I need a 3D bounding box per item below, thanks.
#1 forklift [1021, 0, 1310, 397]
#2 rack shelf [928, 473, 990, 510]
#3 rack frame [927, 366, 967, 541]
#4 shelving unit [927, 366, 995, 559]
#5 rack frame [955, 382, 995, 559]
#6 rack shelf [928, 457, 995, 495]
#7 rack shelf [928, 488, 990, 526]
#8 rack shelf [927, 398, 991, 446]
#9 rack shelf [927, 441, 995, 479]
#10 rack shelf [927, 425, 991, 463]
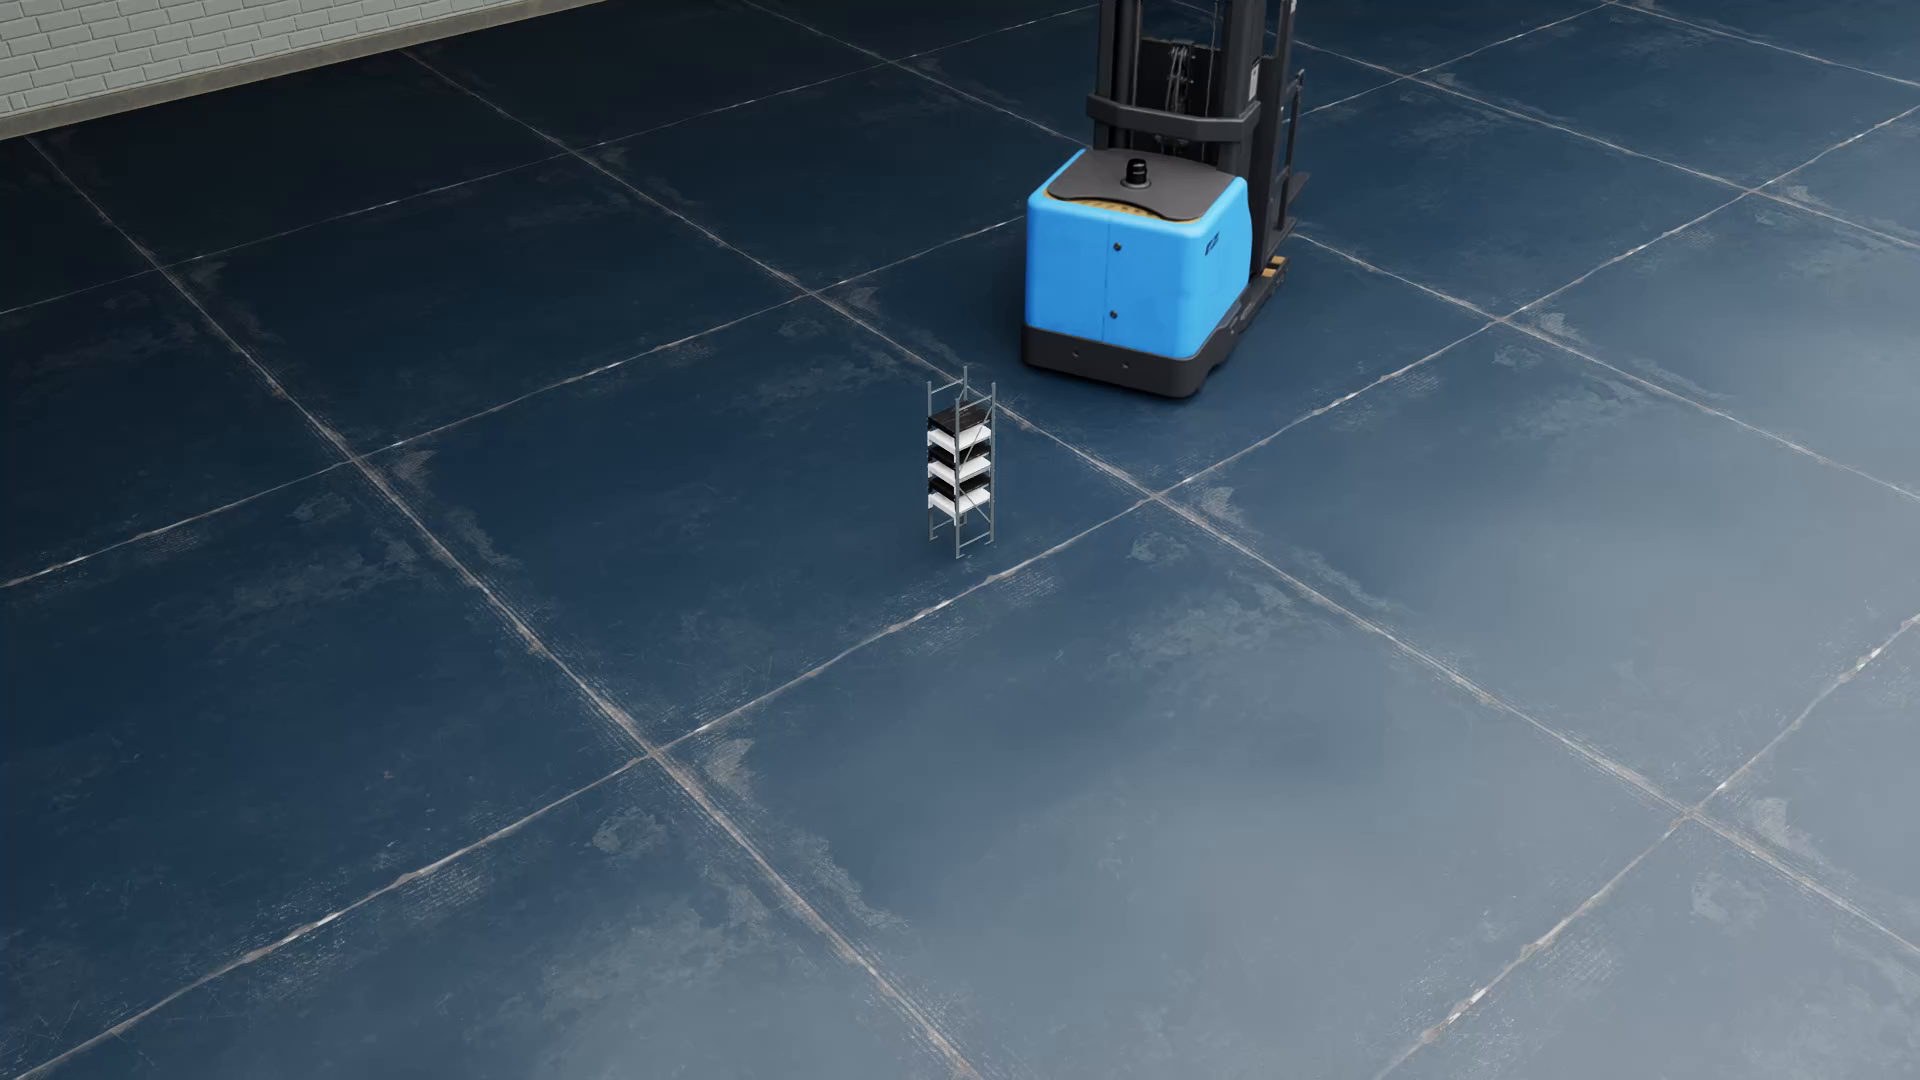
[{"bbox_3d":[1.443,-2.829,9.708,1.130,2.935,3.031,15,38,21],"label":"forklift"},{"bbox_3d":[0.005,-0.263,8.056,0.258,0.077,0.200,-26,43,-32],"label":"rack shelf"},{"bbox_3d":[-0.060,-0.409,8.048,0.240,0.900,0.006,-26,43,-32],"label":"rack frame"},{"bbox_3d":[0.005,-0.364,7.985,0.258,0.900,0.210,-26,43,-32],"label":"shelving unit"},{"bbox_3d":[0.071,-0.319,7.921,0.240,0.900,0.006,-26,43,-32],"label":"rack frame"},{"bbox_3d":[0.005,-0.336,8.004,0.258,0.077,0.200,-26,43,-32],"label":"rack shelf"},{"bbox_3d":[0.005,-0.190,8.108,0.258,0.077,0.200,-26,43,-32],"label":"rack shelf"},{"bbox_3d":[0.005,-0.557,7.848,0.258,0.077,0.200,-26,43,-32],"label":"rack shelf"},{"bbox_3d":[0.005,-0.410,7.952,0.258,0.077,0.200,-26,43,-32],"label":"rack shelf"},{"bbox_3d":[0.005,-0.483,7.900,0.258,0.077,0.200,-26,43,-32],"label":"rack shelf"}]
